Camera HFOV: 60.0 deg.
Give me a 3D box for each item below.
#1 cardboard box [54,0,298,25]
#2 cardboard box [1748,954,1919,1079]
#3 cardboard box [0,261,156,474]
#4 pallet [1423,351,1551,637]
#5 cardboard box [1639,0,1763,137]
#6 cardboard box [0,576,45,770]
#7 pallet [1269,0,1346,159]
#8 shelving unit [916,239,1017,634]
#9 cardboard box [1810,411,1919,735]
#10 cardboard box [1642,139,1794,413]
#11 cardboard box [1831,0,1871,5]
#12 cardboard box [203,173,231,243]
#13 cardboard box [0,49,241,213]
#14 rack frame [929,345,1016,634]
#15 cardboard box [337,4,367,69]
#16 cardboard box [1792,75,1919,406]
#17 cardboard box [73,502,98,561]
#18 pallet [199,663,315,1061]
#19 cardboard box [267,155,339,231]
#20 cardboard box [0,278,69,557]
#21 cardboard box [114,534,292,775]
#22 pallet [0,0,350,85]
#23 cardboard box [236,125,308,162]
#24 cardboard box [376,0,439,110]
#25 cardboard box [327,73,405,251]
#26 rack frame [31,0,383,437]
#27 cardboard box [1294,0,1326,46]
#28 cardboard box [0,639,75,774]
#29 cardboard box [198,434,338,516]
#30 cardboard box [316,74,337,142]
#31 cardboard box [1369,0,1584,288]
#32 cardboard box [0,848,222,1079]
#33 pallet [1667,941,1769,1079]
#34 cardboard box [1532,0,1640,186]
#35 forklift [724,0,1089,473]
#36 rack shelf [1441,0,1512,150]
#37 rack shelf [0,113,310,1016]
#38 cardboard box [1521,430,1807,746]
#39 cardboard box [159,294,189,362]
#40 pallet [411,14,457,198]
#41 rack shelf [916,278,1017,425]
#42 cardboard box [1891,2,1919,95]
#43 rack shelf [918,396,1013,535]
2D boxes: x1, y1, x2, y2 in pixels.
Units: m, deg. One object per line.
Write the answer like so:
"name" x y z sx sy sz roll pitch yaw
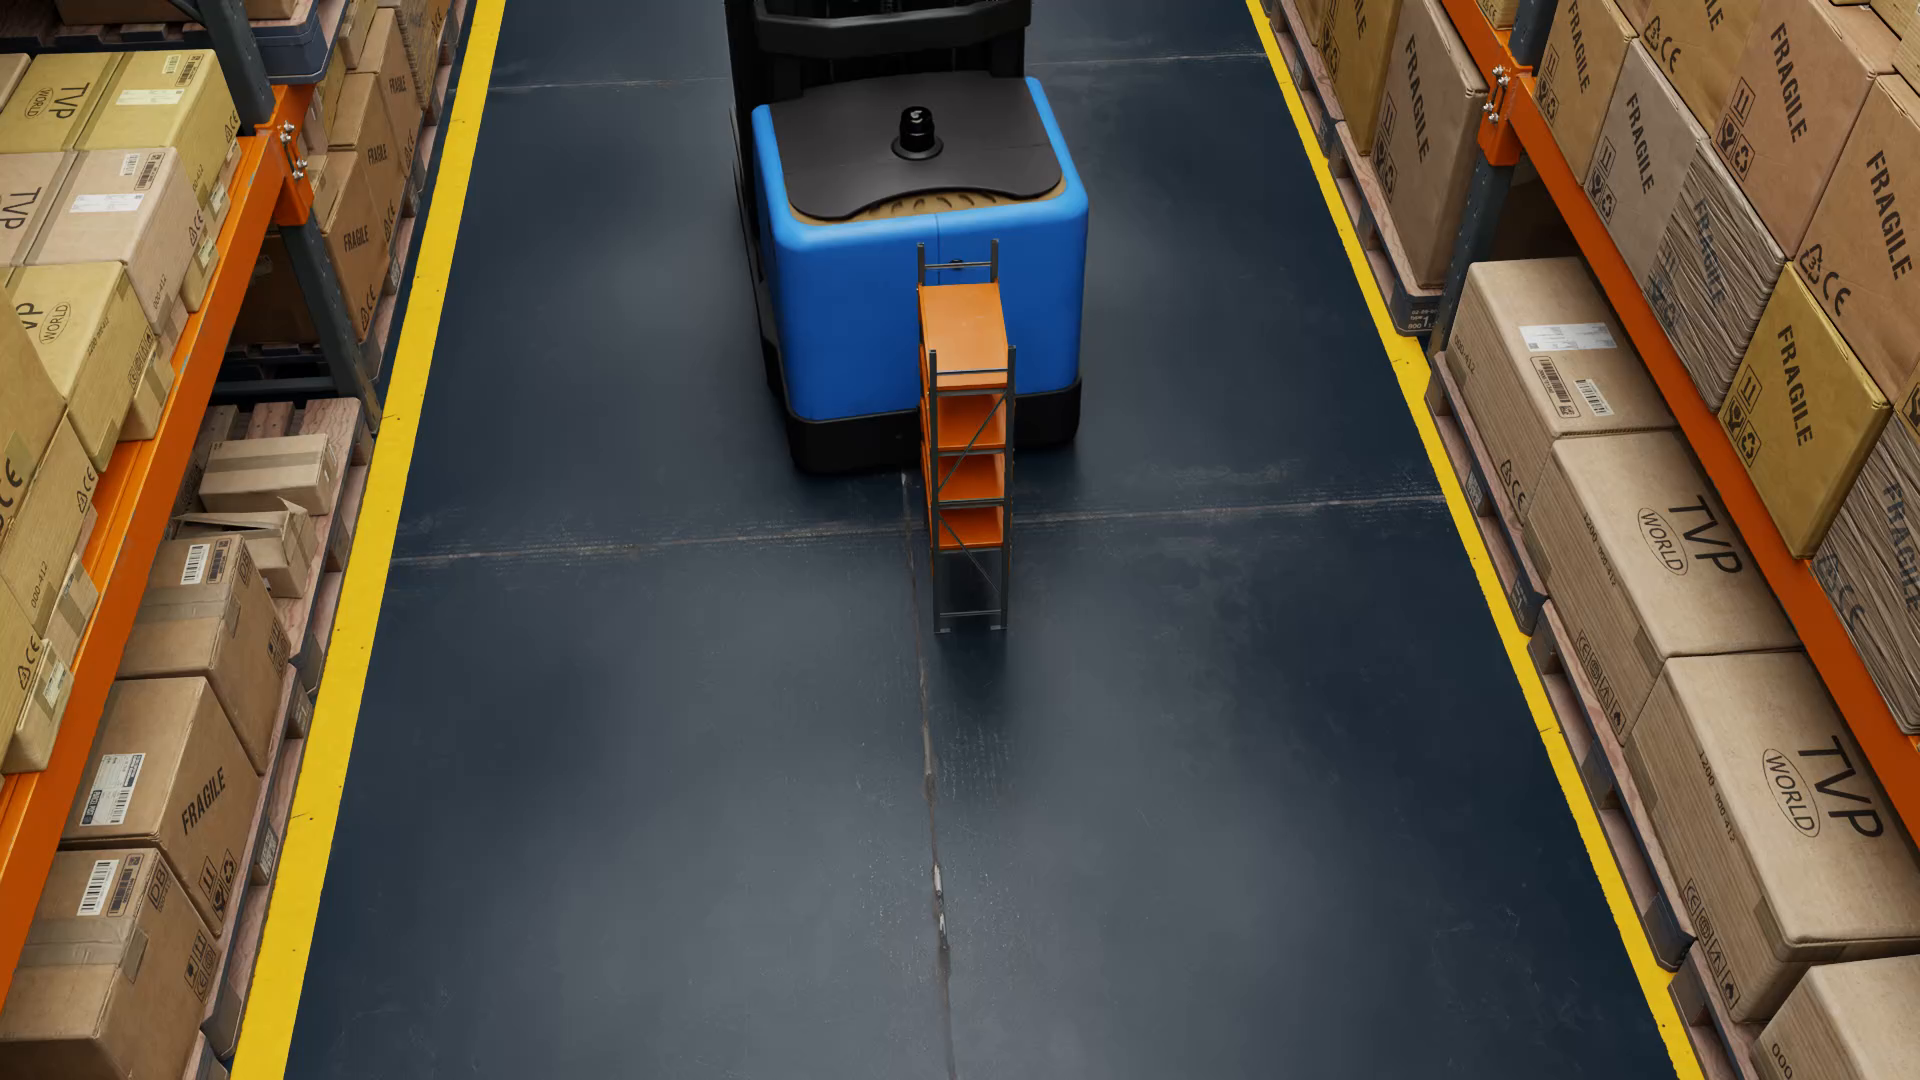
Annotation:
"cardboard box" -2.462 -1.970 5.192 0.700 0.500 0.500 -2 47 -2
"cardboard box" 2.481 1.427 3.808 0.875 0.438 0.875 -5 47 -5
"cardboard box" -2.273 -0.402 3.963 0.500 0.250 0.500 -4 47 -4
"pallet" 2.287 -0.219 5.812 1.003 0.211 1.213 -3 47 -3
"cardboard box" 2.136 -1.386 4.239 0.500 0.500 0.500 -4 47 -4
"cardboard box" -2.167 0.339 3.261 0.500 0.250 0.500 -4 47 -4
"pallet" 2.057 -2.212 7.699 1.003 0.211 1.213 -3 47 -3
"shelving unit" 0.014 -0.293 5.201 0.258 1.200 0.503 -3 47 -3
"cardboard box" 2.252 0.059 3.559 0.500 0.500 0.500 -2 47 -2
"cardboard box" 2.153 -0.687 4.266 0.500 0.500 0.500 -3 47 -3
"cardboard box" 2.123 -1.345 3.754 0.380 0.149 0.250 -5 47 -4
"cardboard box" -2.323 -0.939 4.747 0.380 0.149 0.250 -2 47 -2
"cardboard box" -2.359 -1.125 4.648 0.500 0.250 0.500 -2 47 -2
"rack frame" 0.034 -0.116 5.034 0.240 1.200 0.015 -3 47 -3
"cardboard box" -2.563 -1.973 6.538 0.380 0.149 0.250 -4 47 -3
"cardboard box" 2.207 -0.649 3.541 0.500 0.500 0.500 -4 47 -4
"cardboard box" -2.255 -0.009 3.865 0.380 0.149 0.250 -4 47 -3
"pallet" -2.483 0.913 4.740 1.003 0.211 1.213 -3 47 -3
"cardboard box" -2.409 -1.212 5.817 0.380 0.149 0.250 -1 47 -1
"cardboard box" -2.205 -0.272 3.324 0.500 0.500 0.500 -2 47 -2
"cardboard box" -2.386 0.361 4.775 0.700 0.500 0.500 -5 47 -5
"pallet" -2.603 -1.947 5.660 1.003 0.211 1.213 -3 47 -3
"cardboard box" -2.470 -1.310 5.706 0.380 0.149 0.250 -4 47 -4
"cardboard box" -2.590 -2.198 7.198 0.500 0.500 0.500 -5 47 -5
"cardboard box" -2.515 -1.461 6.500 0.500 0.500 0.500 -4 47 -4
"rack frame" -2.644 -1.428 5.036 1.000 3.000 0.127 -3 47 -3
"cardboard box" 2.012 -2.890 7.595 0.875 0.875 0.875 -3 47 -3
"cardboard box" -2.122 0.363 3.513 0.380 0.149 0.250 -5 47 -4
"cardboard box" -2.305 -0.207 5.554 0.380 0.149 0.250 -5 47 -4
"cardboard box" -2.542 -1.592 6.178 0.380 0.149 0.250 -6 47 -5
"cardboard box" 2.170 -1.590 6.364 0.875 0.875 0.875 -2 47 -2
"cardboard box" -2.299 1.112 4.063 0.700 0.500 0.500 -2 47 -2
"pallet" 2.491 1.547 4.140 1.003 0.211 1.213 -3 47 -3
"cardboard box" 2.080 -1.411 4.952 0.500 0.500 0.500 -2 47 -2
"forklift" -0.350 -2.333 5.941 1.130 2.935 3.031 -8 47 -7
"rack shelf" 2.134 -2.932 6.956 1.077 0.370 4.000 -3 47 -3
"rack shelf" -2.477 0.266 3.927 1.077 0.370 4.000 -3 47 -3
"cardboard box" 2.323 0.113 5.053 0.875 0.438 0.875 -5 47 -4
"cardboard box" -2.282 -0.561 4.389 0.380 0.149 0.250 -2 47 -2
"pallet" -2.855 -1.940 7.442 1.003 0.211 1.213 -3 47 -3
"rack shelf" 0.014 -0.563 4.916 0.258 0.148 0.480 -3 47 -3
"cardboard box" 2.178 -0.986 3.414 0.380 0.149 0.250 -3 47 -3
"rack shelf" 0.014 -0.247 5.250 0.258 0.148 0.480 -3 47 -3
